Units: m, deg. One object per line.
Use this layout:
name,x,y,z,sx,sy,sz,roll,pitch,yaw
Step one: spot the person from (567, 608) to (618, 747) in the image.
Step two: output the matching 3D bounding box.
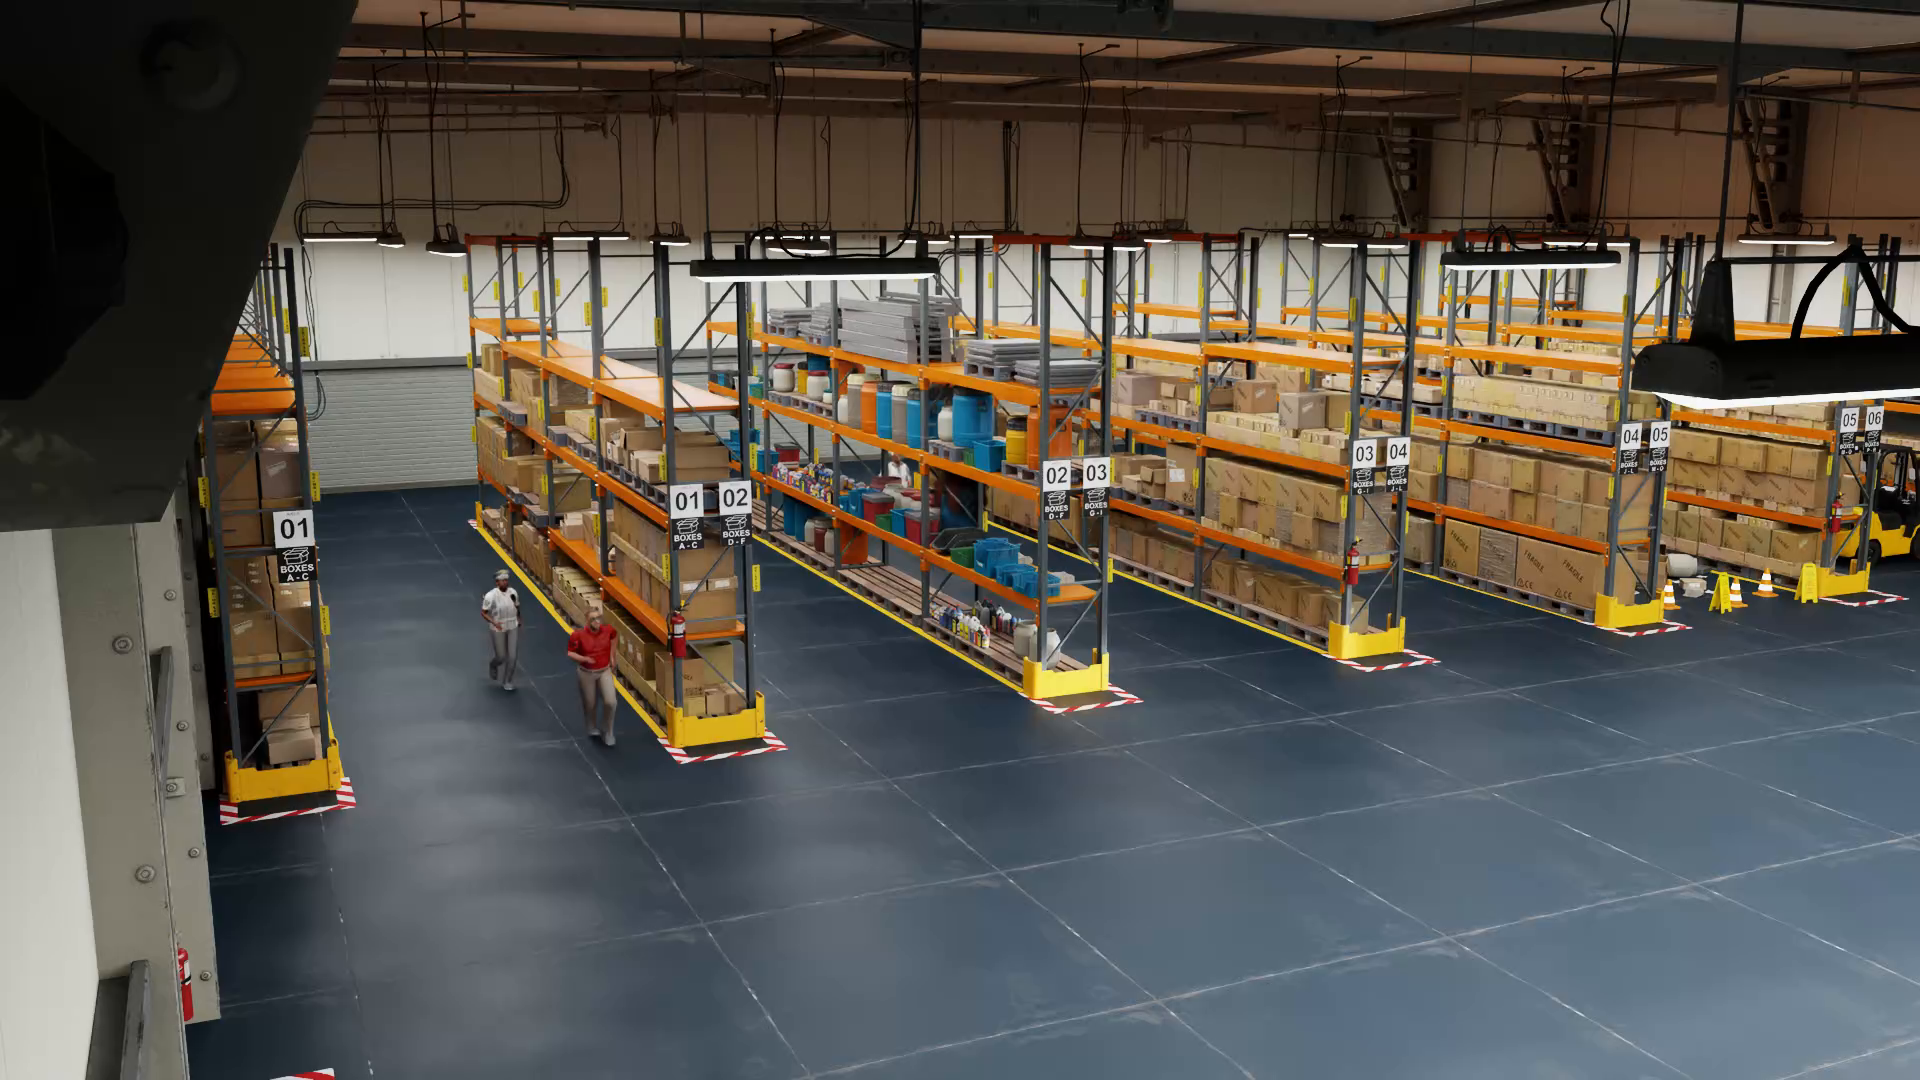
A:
person,-4.426,1.672,20.181,0.667,1.767,0.829,-5,12,-22

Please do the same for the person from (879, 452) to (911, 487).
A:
person,-1.262,-0.986,33.677,0.651,1.743,0.607,-6,13,-30

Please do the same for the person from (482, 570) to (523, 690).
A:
person,-6.205,1.196,22.615,0.562,1.655,0.589,-8,14,-36
